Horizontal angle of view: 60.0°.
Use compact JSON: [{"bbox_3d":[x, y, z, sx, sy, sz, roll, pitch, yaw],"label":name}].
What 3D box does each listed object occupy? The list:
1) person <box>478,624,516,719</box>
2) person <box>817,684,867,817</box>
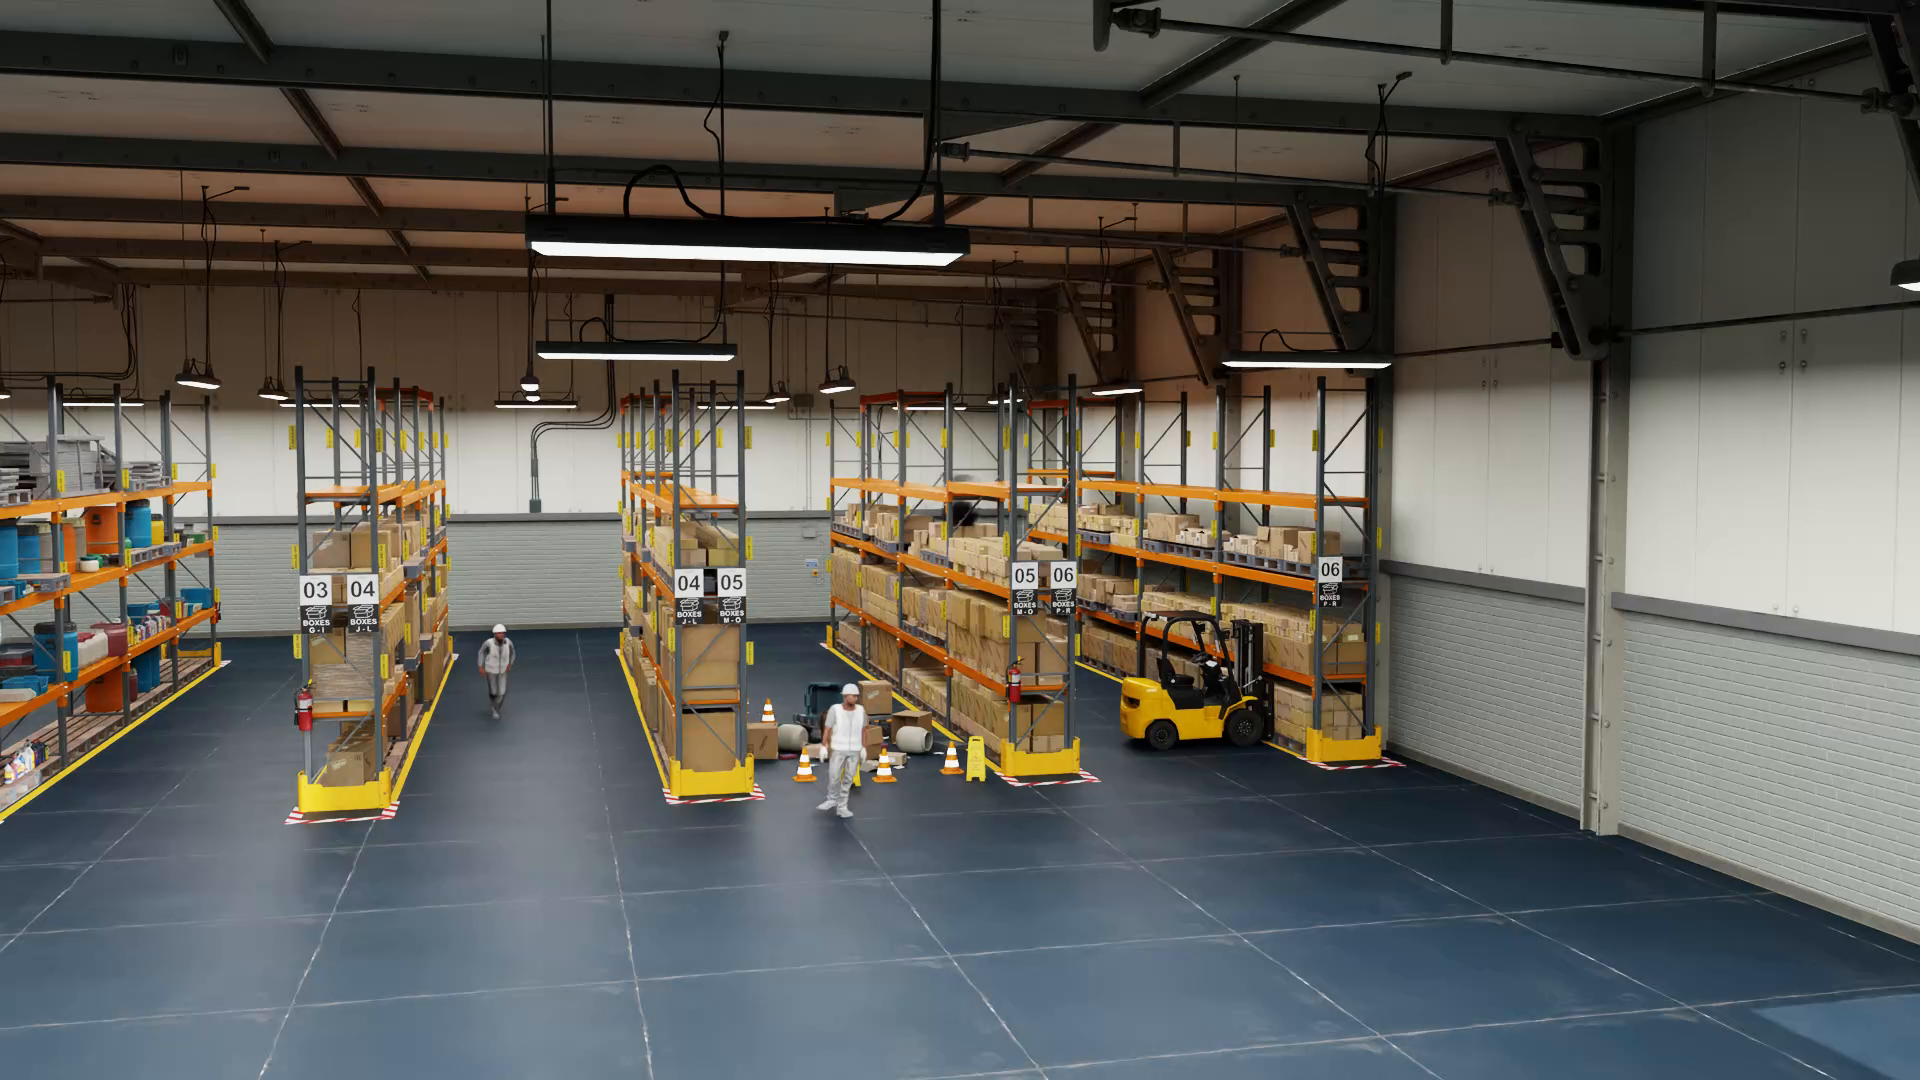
[{"bbox_3d":[-8.364,2.362,30.052,0.660,1.711,0.678,-2,4,-29],"label":"person"},{"bbox_3d":[-1.555,2.789,22.081,0.654,1.774,0.438,-1,4,-22],"label":"person"}]
